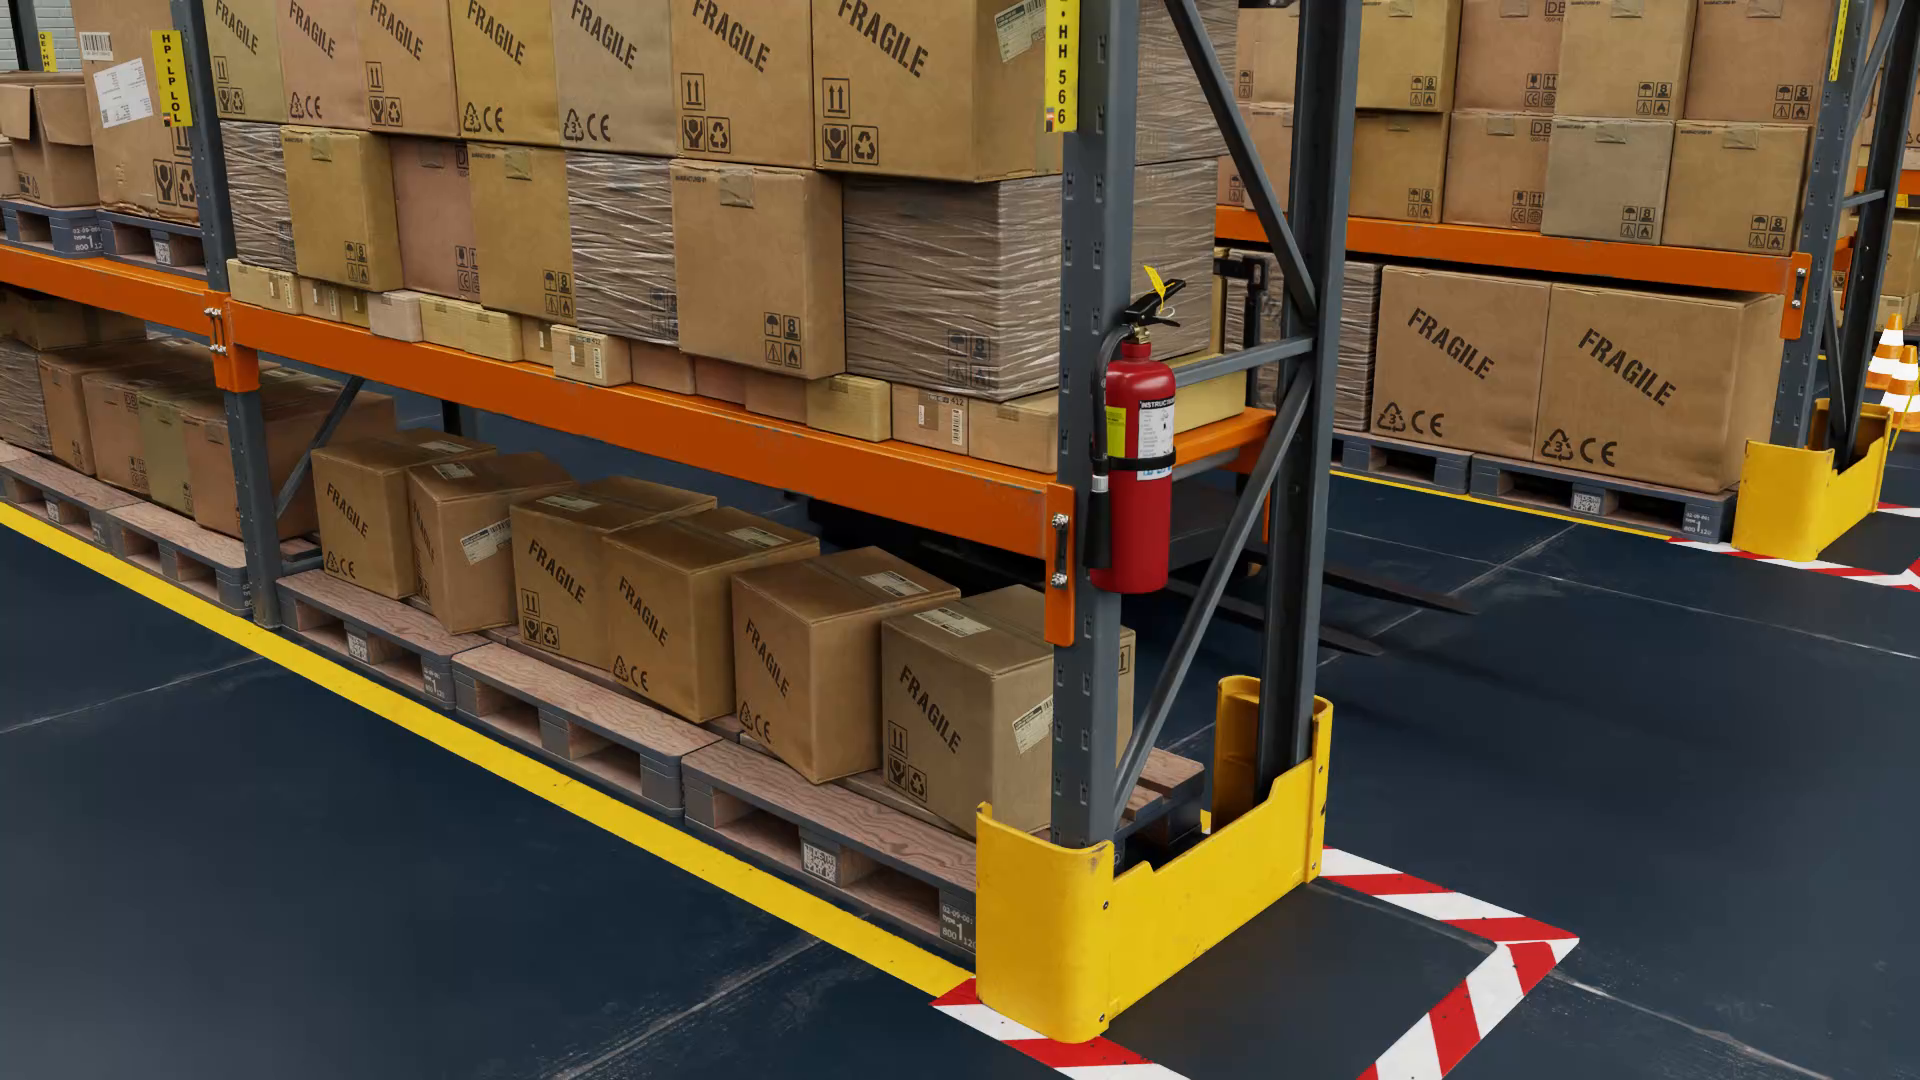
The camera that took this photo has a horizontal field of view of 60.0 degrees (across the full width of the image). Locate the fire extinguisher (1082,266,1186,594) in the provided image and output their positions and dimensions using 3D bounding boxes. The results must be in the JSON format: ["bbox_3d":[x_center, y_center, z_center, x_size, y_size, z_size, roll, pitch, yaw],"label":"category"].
[{"bbox_3d":[0.365,-0.229,3.502,0.183,0.674,0.296,15,23,39],"label":"fire extinguisher"}]

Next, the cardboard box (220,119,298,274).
[{"bbox_3d":[-2.111,-1.281,6.033,0.500,0.500,0.875,15,23,39],"label":"cardboard box"}]

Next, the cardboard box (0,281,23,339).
[{"bbox_3d":[-4.877,-1.247,8.748,0.500,0.250,0.500,16,24,41],"label":"cardboard box"}]

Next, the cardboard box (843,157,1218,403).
[{"bbox_3d":[0.192,-0.699,4.199,0.500,0.500,0.875,15,23,39],"label":"cardboard box"}]

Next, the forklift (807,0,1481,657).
[{"bbox_3d":[0.648,-1.202,6.553,1.130,2.935,3.031,-15,23,-39],"label":"forklift"}]

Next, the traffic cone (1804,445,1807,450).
[{"bbox_3d":[4.499,-0.714,9.096,0.334,0.463,0.336,15,23,39],"label":"traffic cone"}]

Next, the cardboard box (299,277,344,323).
[{"bbox_3d":[-2.062,-0.868,5.804,0.250,0.149,0.380,15,23,39],"label":"cardboard box"}]

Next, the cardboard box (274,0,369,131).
[{"bbox_3d":[-1.864,-1.614,5.430,0.500,0.500,0.500,15,23,39],"label":"cardboard box"}]

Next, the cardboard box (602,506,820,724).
[{"bbox_3d":[-0.796,0.227,5.376,0.500,0.500,0.500,-16,23,-41],"label":"cardboard box"}]

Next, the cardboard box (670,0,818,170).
[{"bbox_3d":[-0.368,-1.213,4.164,0.500,0.500,0.500,15,23,39],"label":"cardboard box"}]

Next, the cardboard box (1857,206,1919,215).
[{"bbox_3d":[6.725,-2.111,11.917,0.500,0.500,0.500,14,22,37],"label":"cardboard box"}]

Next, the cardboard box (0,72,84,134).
[{"bbox_3d":[-4.484,-2.058,8.279,0.700,0.500,0.500,-14,22,-38],"label":"cardboard box"}]

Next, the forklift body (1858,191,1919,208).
[{"bbox_3d":[7.826,-3.322,14.525,1.214,2.155,2.313,15,23,39],"label":"forklift body"}]

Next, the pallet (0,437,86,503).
[{"bbox_3d":[-4.815,-0.513,8.879,1.213,0.211,1.003,15,23,39],"label":"pallet"}]

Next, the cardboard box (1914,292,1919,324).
[{"bbox_3d":[6.744,-1.749,12.016,0.500,0.250,0.500,15,23,39],"label":"cardboard box"}]

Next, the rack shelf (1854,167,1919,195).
[{"bbox_3d":[5.667,-2.694,12.330,4.000,0.370,1.077,15,23,39],"label":"rack shelf"}]

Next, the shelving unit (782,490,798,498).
[{"bbox_3d":[-0.568,-1.196,7.910,0.431,2.100,0.503,-15,23,-39],"label":"shelving unit"}]

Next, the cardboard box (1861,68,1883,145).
[{"bbox_3d":[6.203,-2.973,11.363,0.500,0.500,0.500,15,23,39],"label":"cardboard box"}]

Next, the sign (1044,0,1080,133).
[{"bbox_3d":[0.202,-0.974,3.286,0.005,0.325,0.100,15,23,39],"label":"sign"}]

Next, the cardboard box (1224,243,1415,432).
[{"bbox_3d":[2.062,-1.163,9.137,0.875,0.875,0.875,15,23,40],"label":"cardboard box"}]

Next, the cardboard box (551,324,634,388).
[{"bbox_3d":[-0.956,-0.561,4.837,0.250,0.149,0.380,15,23,39],"label":"cardboard box"}]

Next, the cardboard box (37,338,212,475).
[{"bbox_3d":[-4.032,-0.667,8.159,0.700,0.500,0.500,-16,24,-41],"label":"cardboard box"}]

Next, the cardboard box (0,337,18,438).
[{"bbox_3d":[-4.884,-0.888,8.855,0.500,0.500,0.700,14,22,36],"label":"cardboard box"}]

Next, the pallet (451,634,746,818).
[{"bbox_3d":[-0.964,0.505,5.673,1.213,0.211,1.003,15,23,39],"label":"pallet"}]

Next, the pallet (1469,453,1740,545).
[{"bbox_3d":[3.303,-0.309,8.235,1.213,0.211,1.003,15,23,39],"label":"pallet"}]

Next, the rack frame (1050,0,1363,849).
[{"bbox_3d":[0.585,-0.393,3.891,0.127,3.000,1.000,15,23,39],"label":"rack frame"}]

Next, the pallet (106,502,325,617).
[{"bbox_3d":[-2.990,-0.023,7.335,1.213,0.211,1.003,15,23,39],"label":"pallet"}]

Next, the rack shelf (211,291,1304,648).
[{"bbox_3d":[-0.911,-0.452,5.266,4.000,0.370,1.077,15,23,39],"label":"rack shelf"}]

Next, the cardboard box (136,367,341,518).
[{"bbox_3d":[-3.196,-0.443,7.453,0.500,0.500,0.700,15,23,39],"label":"cardboard box"}]

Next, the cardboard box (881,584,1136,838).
[{"bbox_3d":[0.129,0.469,4.613,0.500,0.500,0.500,-13,22,-36],"label":"cardboard box"}]

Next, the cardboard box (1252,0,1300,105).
[{"bbox_3d":[2.016,-2.579,8.746,0.550,0.550,0.875,15,23,39],"label":"cardboard box"}]

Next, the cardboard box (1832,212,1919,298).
[{"bbox_3d":[6.391,-1.984,11.516,0.500,0.500,0.500,15,23,40],"label":"cardboard box"}]

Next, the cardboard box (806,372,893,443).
[{"bbox_3d":[-0.173,-0.373,4.243,0.250,0.149,0.380,15,23,39],"label":"cardboard box"}]

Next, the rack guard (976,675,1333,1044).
[{"bbox_3d":[0.529,0.783,4.318,0.348,0.500,1.175,15,23,39],"label":"rack guard"}]

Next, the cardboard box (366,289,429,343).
[{"bbox_3d":[-1.709,-0.761,5.465,0.250,0.149,0.380,15,23,39],"label":"cardboard box"}]

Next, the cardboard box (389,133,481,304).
[{"bbox_3d":[-1.319,-1.095,5.447,0.500,0.500,0.875,15,23,39],"label":"cardboard box"}]

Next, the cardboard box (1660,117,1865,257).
[{"bbox_3d":[3.646,-1.631,7.543,0.550,0.550,0.875,15,23,39],"label":"cardboard box"}]

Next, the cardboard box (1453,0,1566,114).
[{"bbox_3d":[2.900,-2.397,8.173,0.550,0.550,0.875,15,23,39],"label":"cardboard box"}]

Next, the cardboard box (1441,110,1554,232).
[{"bbox_3d":[2.884,-1.877,8.320,0.550,0.550,0.875,15,23,39],"label":"cardboard box"}]

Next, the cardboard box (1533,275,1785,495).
[{"bbox_3d":[3.402,-0.804,8.003,0.875,0.875,0.875,15,23,40],"label":"cardboard box"}]

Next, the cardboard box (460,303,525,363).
[{"bbox_3d":[-1.314,-0.667,5.170,0.250,0.149,0.380,15,23,39],"label":"cardboard box"}]

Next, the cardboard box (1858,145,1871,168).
[{"bbox_3d":[6.301,-2.624,11.337,0.250,0.149,0.380,15,23,38],"label":"cardboard box"}]

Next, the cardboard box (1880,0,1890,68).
[{"bbox_3d":[6.263,-3.458,11.238,0.500,0.500,0.700,15,23,40],"label":"cardboard box"}]

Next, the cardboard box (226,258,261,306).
[{"bbox_3d":[-2.445,-0.965,6.110,0.250,0.149,0.380,15,23,39],"label":"cardboard box"}]

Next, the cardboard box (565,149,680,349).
[{"bbox_3d":[-0.607,-0.883,4.777,0.500,0.500,0.875,15,23,39],"label":"cardboard box"}]

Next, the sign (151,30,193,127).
[{"bbox_3d":[-2.772,-1.622,5.849,0.005,0.325,0.100,15,23,39],"label":"sign"}]

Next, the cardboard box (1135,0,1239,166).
[{"bbox_3d":[0.355,-1.231,4.222,0.500,0.500,0.500,15,23,39],"label":"cardboard box"}]

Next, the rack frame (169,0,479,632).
[{"bbox_3d":[-2.406,-1.196,6.422,0.127,3.000,1.000,15,23,39],"label":"rack frame"}]

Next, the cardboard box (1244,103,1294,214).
[{"bbox_3d":[1.997,-2.058,8.889,0.550,0.550,0.875,15,23,39],"label":"cardboard box"}]

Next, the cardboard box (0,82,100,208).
[{"bbox_3d":[-3.764,-1.773,7.374,0.797,0.503,0.637,-15,23,-40],"label":"cardboard box"}]

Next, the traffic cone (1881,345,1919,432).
[{"bbox_3d":[5.503,-0.901,9.686,0.334,0.463,0.336,15,23,39],"label":"traffic cone"}]

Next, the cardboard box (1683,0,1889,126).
[{"bbox_3d":[3.701,-2.164,7.440,0.550,0.550,0.875,15,23,39],"label":"cardboard box"}]

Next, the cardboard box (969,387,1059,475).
[{"bbox_3d":[0.235,-0.284,3.963,0.250,0.149,0.380,15,23,39],"label":"cardboard box"}]

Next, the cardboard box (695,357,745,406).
[{"bbox_3d":[-0.509,-0.486,4.600,0.250,0.149,0.380,15,23,39],"label":"cardboard box"}]

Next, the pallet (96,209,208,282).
[{"bbox_3d":[-2.881,-1.291,7.038,1.213,0.211,1.003,15,23,39],"label":"pallet"}]

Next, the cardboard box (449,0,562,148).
[{"bbox_3d":[-1.109,-1.416,4.804,0.500,0.500,0.500,15,23,39],"label":"cardboard box"}]

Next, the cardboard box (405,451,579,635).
[{"bbox_3d":[-1.700,-0.002,6.098,0.500,0.500,0.500,-10,20,-28],"label":"cardboard box"}]
